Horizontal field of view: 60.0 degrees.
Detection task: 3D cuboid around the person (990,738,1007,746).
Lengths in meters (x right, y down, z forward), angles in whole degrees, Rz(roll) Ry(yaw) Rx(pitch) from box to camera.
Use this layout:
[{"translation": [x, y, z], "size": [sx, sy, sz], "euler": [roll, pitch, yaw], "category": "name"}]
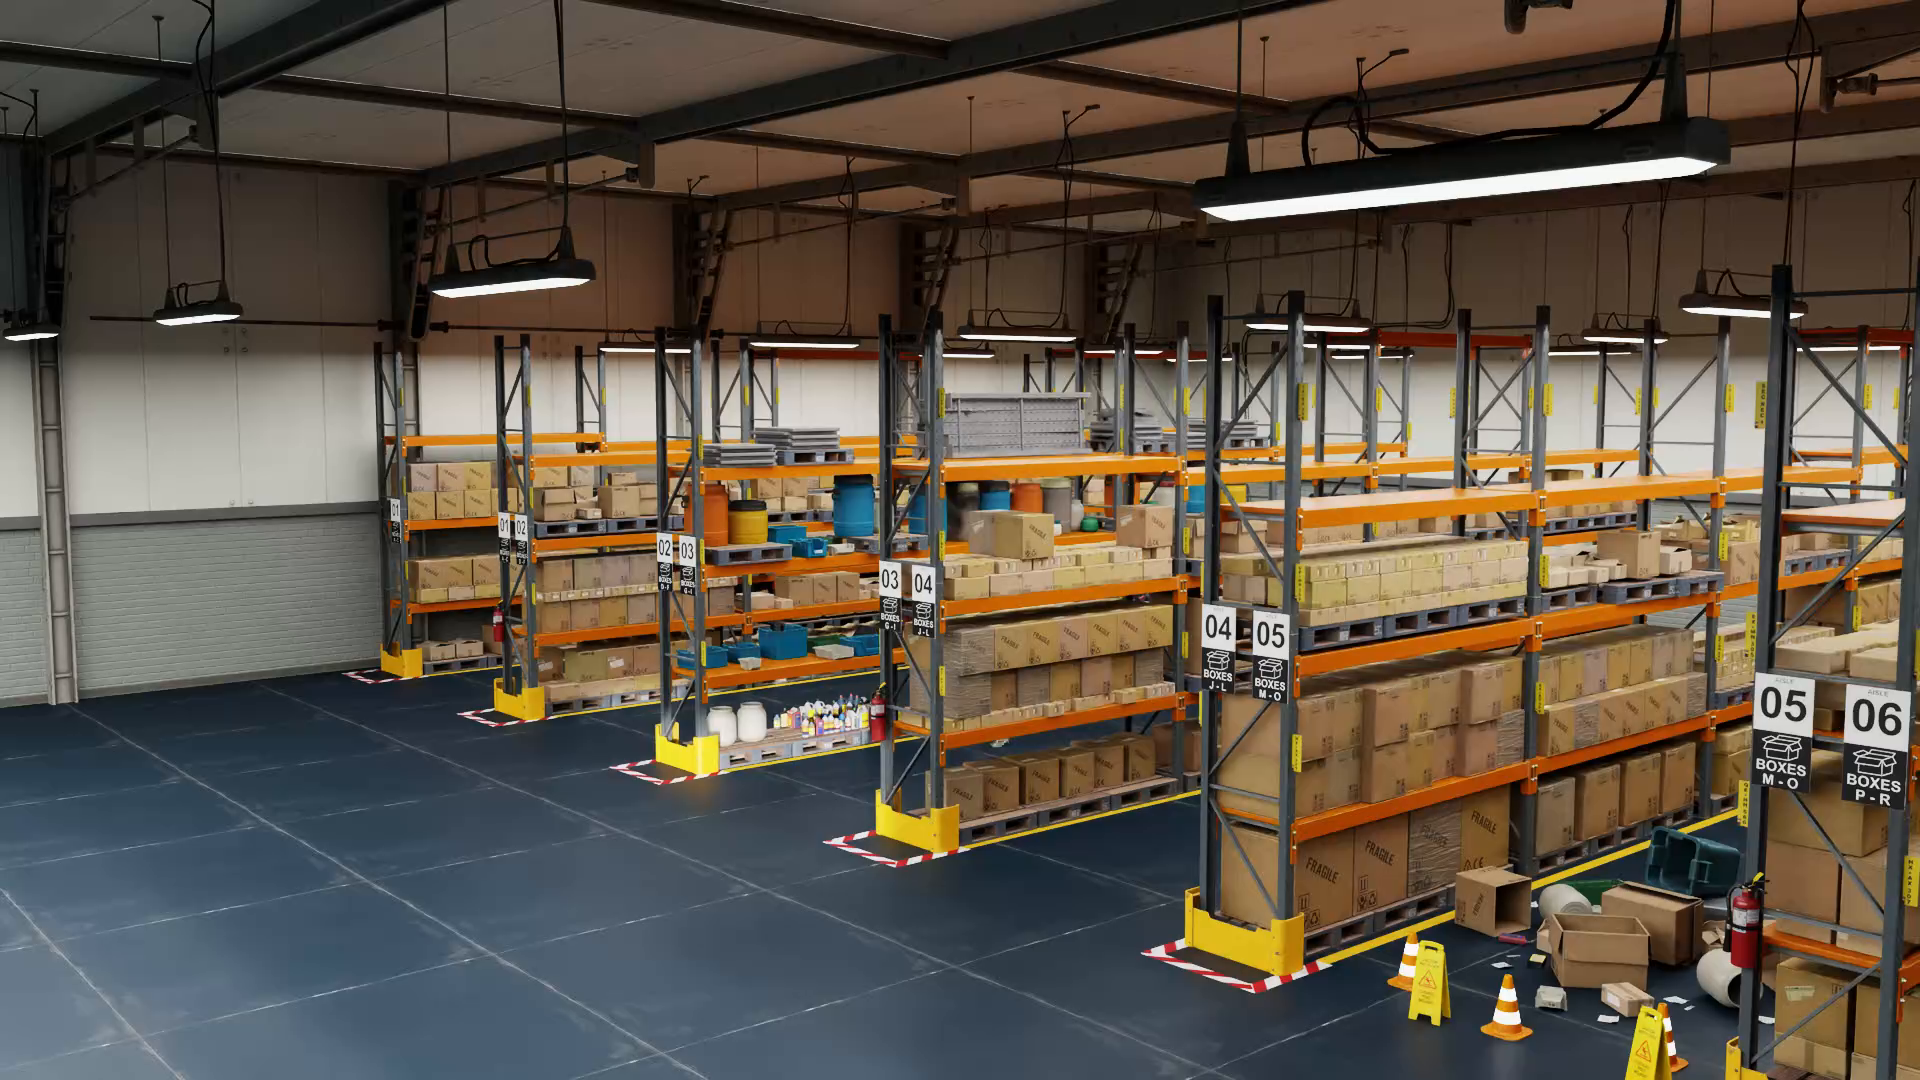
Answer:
[{"translation": [0.503, 2.208, 23.870], "size": [0.586, 1.564, 0.521], "euler": [3, 6, 33], "category": "person"}]
